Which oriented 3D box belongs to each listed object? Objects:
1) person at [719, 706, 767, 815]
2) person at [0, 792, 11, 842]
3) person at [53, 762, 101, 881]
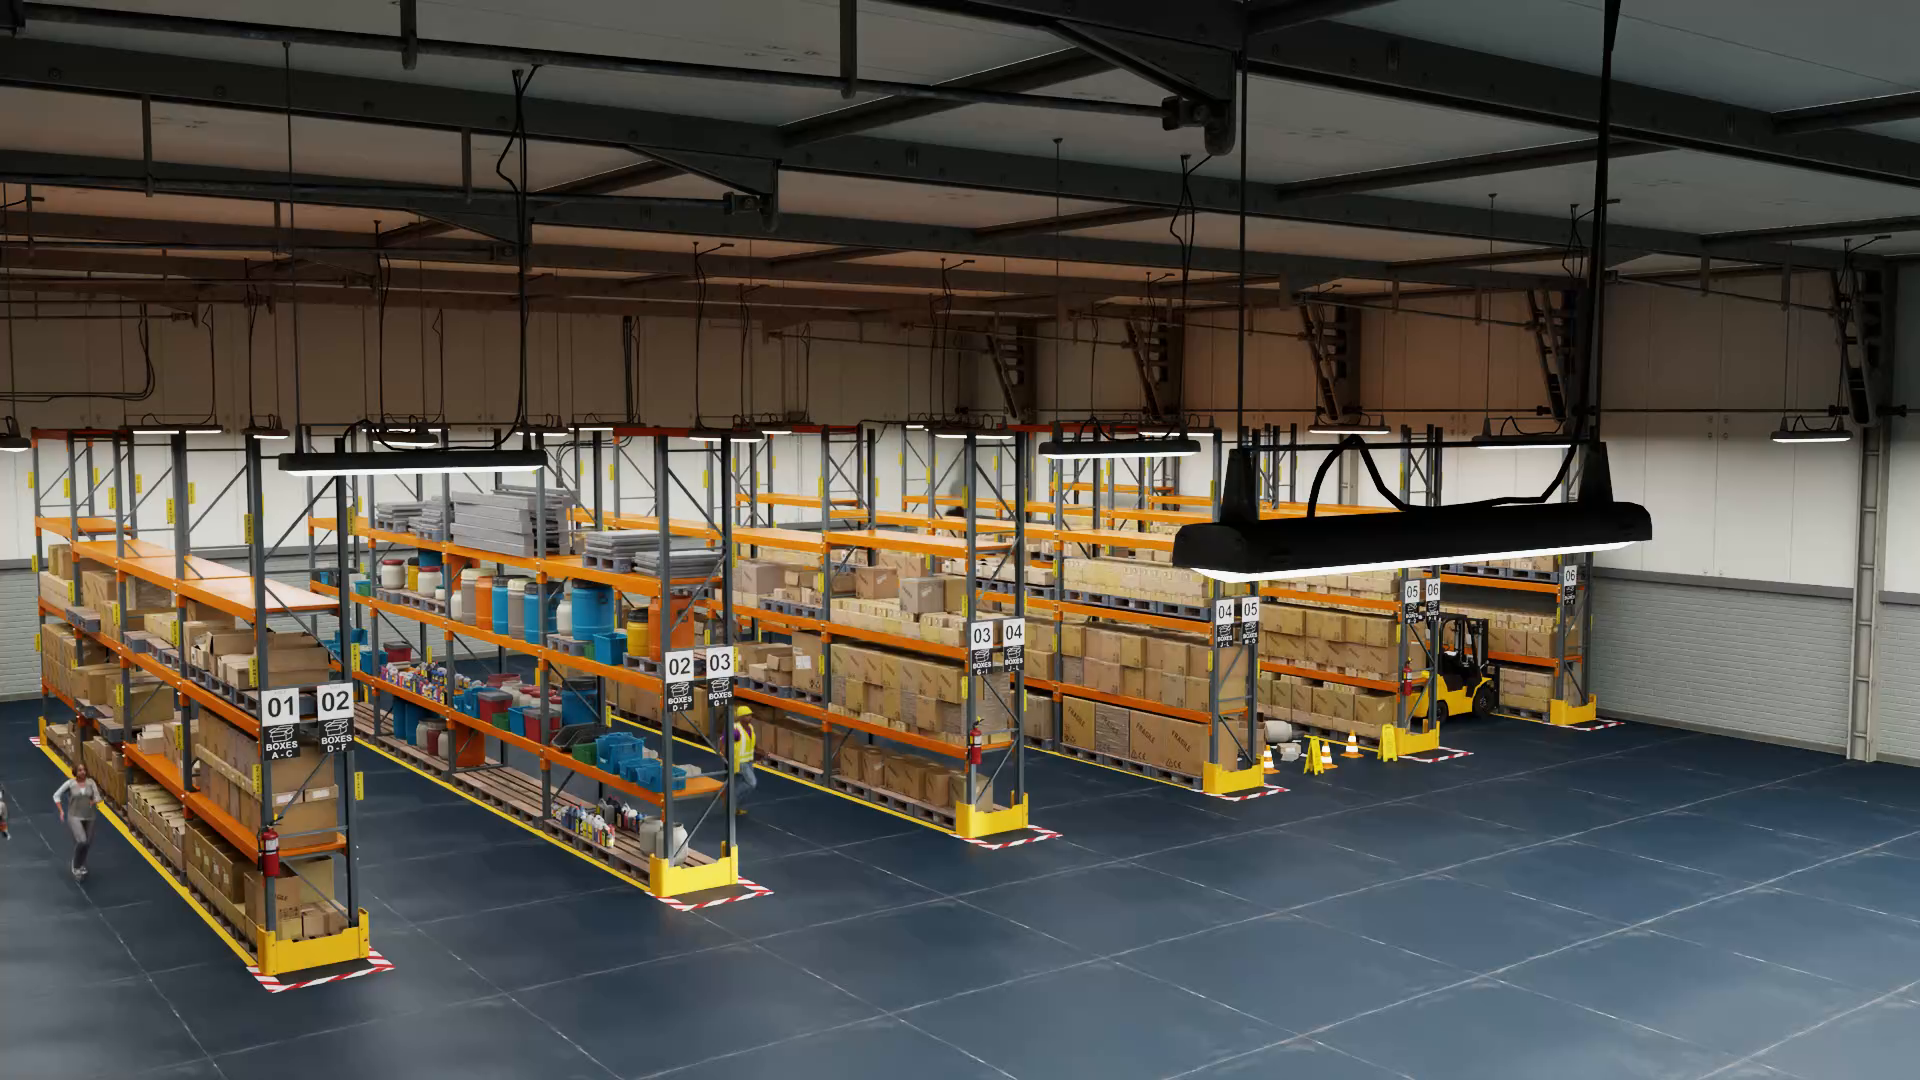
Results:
[{"bbox_3d":[-3.347,3.437,25.859,0.653,1.715,0.691,2,5,25],"label":"person"},{"bbox_3d":[-12.431,3.889,21.052,0.828,1.590,0.693,2,5,24],"label":"person"},{"bbox_3d":[-11.814,3.774,22.347,0.663,1.593,0.508,4,6,41],"label":"person"}]
